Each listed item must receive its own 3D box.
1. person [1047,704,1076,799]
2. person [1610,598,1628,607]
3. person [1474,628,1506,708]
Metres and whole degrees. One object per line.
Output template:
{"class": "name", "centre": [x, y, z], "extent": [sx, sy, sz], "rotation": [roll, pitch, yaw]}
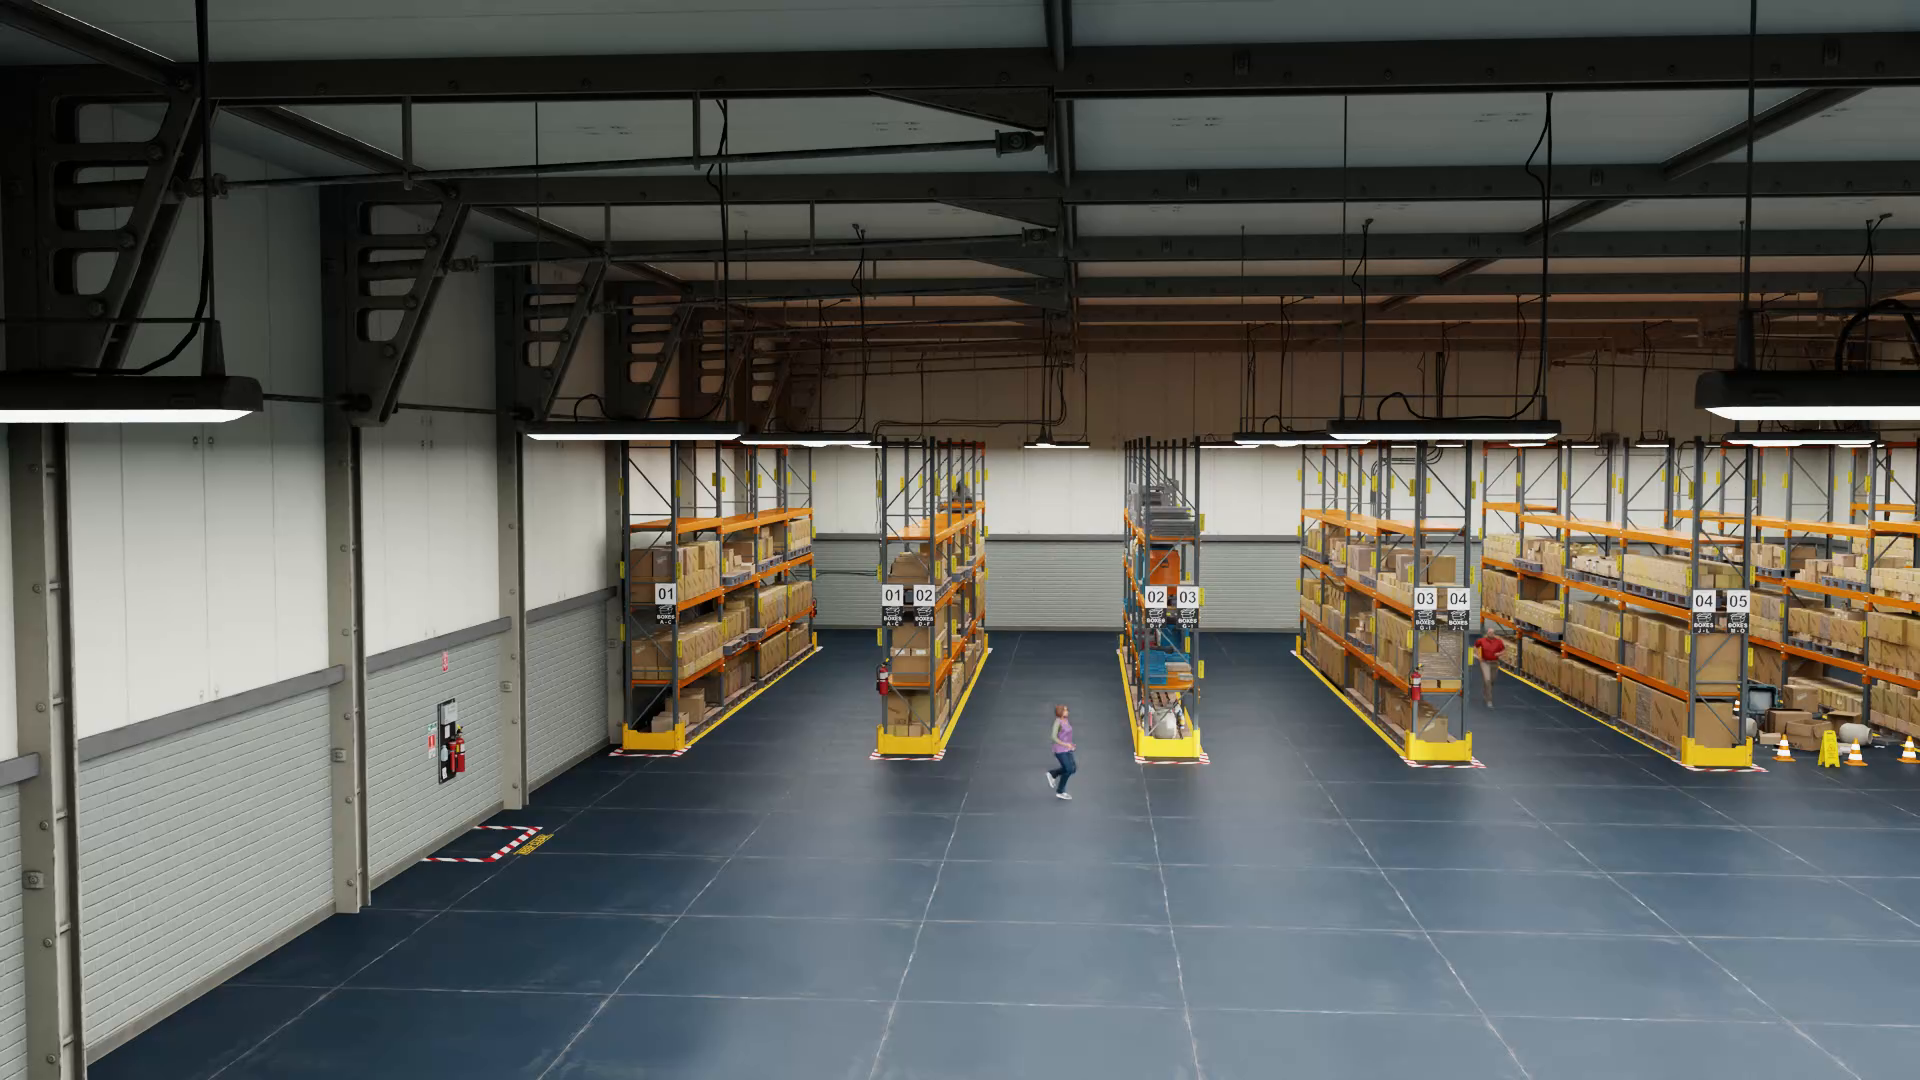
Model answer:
{"class": "person", "centre": [1.660, 3.486, 27.430], "extent": [0.549, 1.560, 0.541], "rotation": [1, 3, 26]}
{"class": "person", "centre": [18.643, 2.288, 47.289], "extent": [0.934, 1.790, 0.660], "rotation": [0, 3, 6]}
{"class": "person", "centre": [11.995, 2.868, 37.619], "extent": [0.625, 1.780, 1.054], "rotation": [0, 3, -2]}
